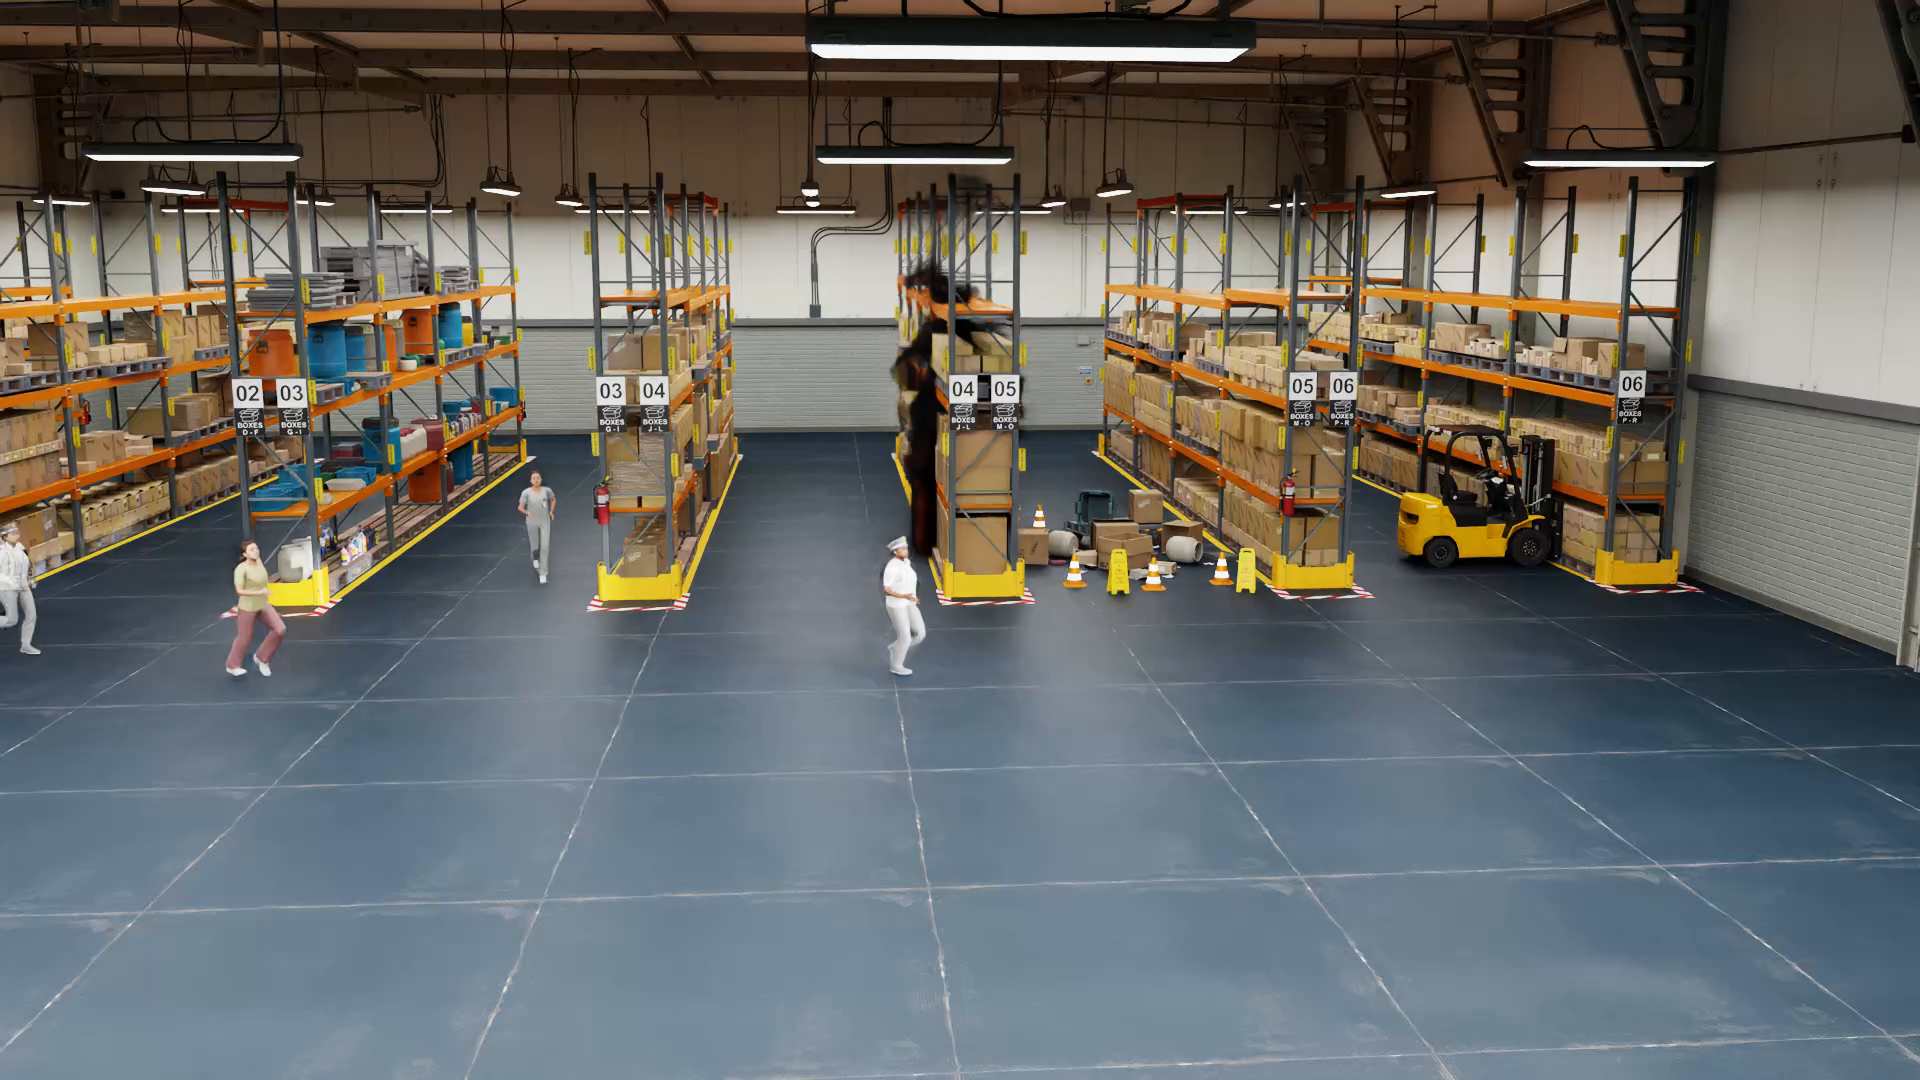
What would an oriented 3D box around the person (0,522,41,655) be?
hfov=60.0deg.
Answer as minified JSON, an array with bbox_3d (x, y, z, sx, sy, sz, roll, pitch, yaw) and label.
[{"bbox_3d":[-11.780,0.592,20.611,0.769,1.663,0.607,3,10,17],"label":"person"}]

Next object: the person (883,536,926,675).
[{"bbox_3d":[-0.652,0.769,19.570,0.568,1.654,0.570,7,12,33],"label":"person"}]

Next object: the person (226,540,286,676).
[{"bbox_3d":[-8.225,0.793,19.373,0.811,1.631,0.582,5,11,25],"label":"person"}]

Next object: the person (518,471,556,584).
[{"bbox_3d":[-6.400,-0.230,25.248,0.568,1.672,0.922,-3,11,-18],"label":"person"}]
